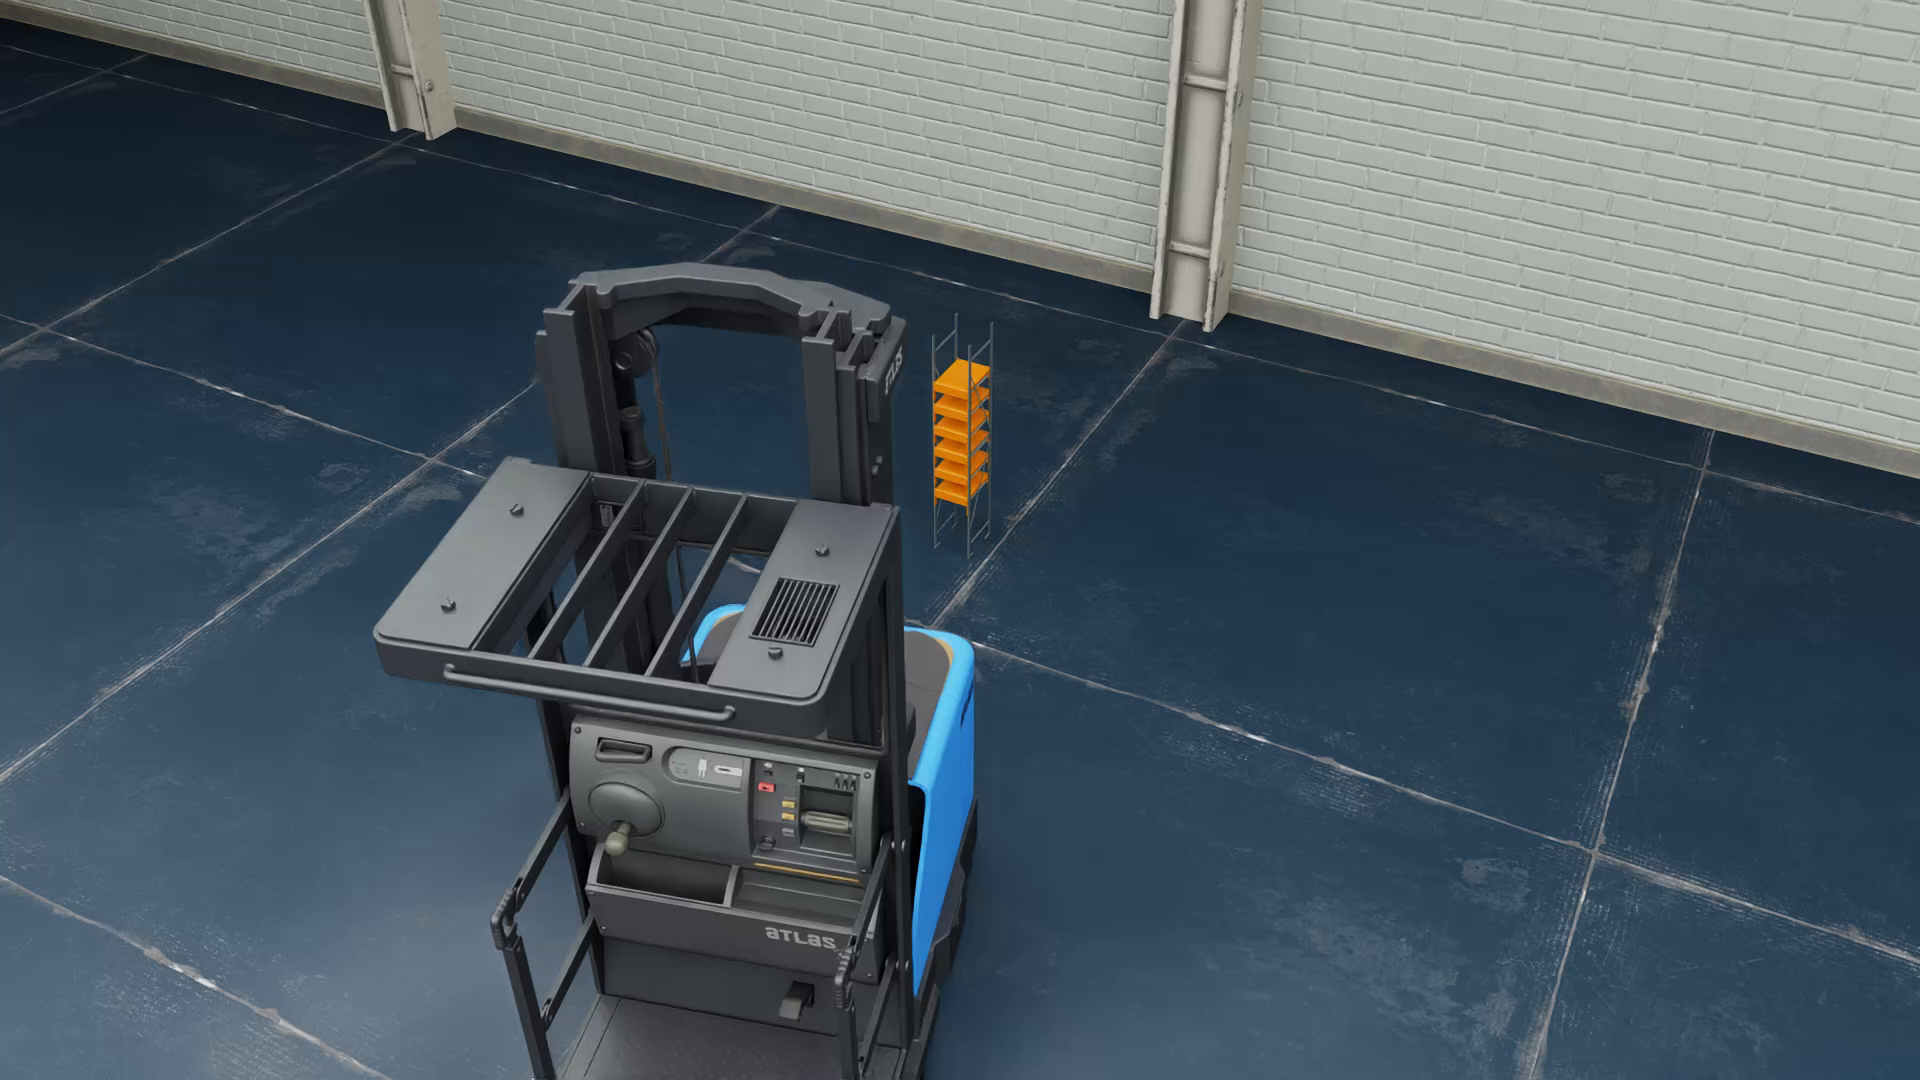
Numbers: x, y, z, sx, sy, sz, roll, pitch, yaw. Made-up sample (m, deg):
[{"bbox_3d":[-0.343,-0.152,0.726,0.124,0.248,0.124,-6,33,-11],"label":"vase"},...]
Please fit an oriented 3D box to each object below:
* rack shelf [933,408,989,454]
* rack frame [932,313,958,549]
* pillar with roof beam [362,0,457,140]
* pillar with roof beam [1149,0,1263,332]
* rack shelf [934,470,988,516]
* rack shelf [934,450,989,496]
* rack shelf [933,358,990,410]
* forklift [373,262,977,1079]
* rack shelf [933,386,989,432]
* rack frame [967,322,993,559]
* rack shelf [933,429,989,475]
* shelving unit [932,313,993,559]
[{"bbox_3d":[0.013,-0.534,7.836,0.180,0.103,0.258,17,41,21],"label":"rack shelf"},{"bbox_3d":[-0.068,-0.499,7.915,0.006,1.200,0.240,17,41,21],"label":"rack frame"},{"bbox_3d":[-5.922,-4.312,6.487,0.400,9.000,9.100,17,41,21],"label":"pillar with roof beam"},{"bbox_3d":[-0.594,-2.643,4.290,0.400,9.000,9.100,17,41,21],"label":"pillar with roof beam"},{"bbox_3d":[0.013,-0.247,8.054,0.180,0.103,0.258,17,41,21],"label":"rack shelf"},{"bbox_3d":[0.013,-0.343,7.981,0.180,0.103,0.258,17,41,21],"label":"rack shelf"},{"bbox_3d":[0.013,-0.725,7.691,0.180,0.103,0.258,17,41,21],"label":"rack shelf"},{"bbox_3d":[-0.745,0.842,4.717,1.130,2.935,3.031,7,38,10],"label":"forklift"},{"bbox_3d":[0.013,-0.630,7.764,0.180,0.103,0.258,17,41,21],"label":"rack shelf"},{"bbox_3d":[0.094,-0.448,7.848,0.006,1.200,0.240,17,41,21],"label":"rack frame"},{"bbox_3d":[0.013,-0.438,7.909,0.180,0.103,0.258,17,41,21],"label":"rack shelf"},{"bbox_3d":[0.013,-0.474,7.882,0.189,1.200,0.258,17,41,21],"label":"shelving unit"}]
